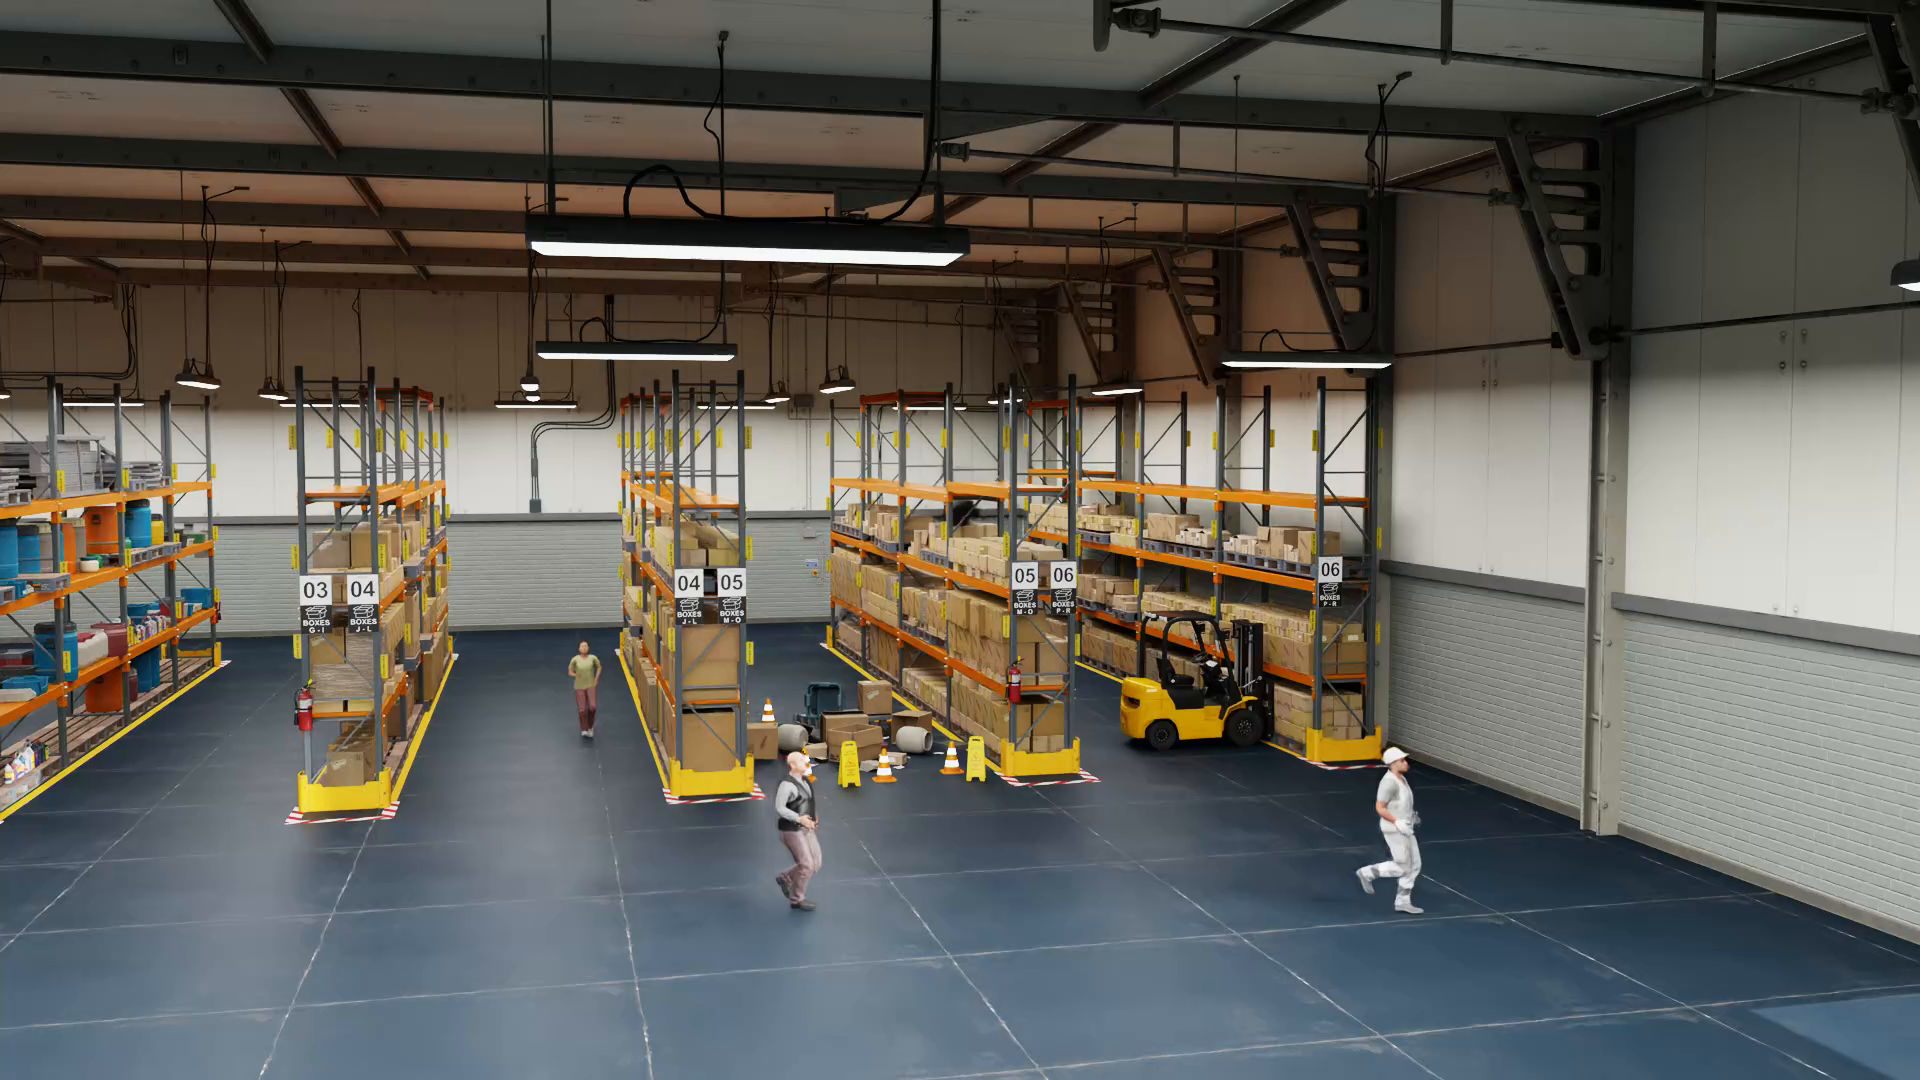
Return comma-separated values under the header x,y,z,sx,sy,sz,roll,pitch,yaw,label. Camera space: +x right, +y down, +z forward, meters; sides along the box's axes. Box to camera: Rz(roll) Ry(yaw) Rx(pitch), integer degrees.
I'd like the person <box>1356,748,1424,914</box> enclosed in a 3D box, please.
x,y,z,sx,sy,sz,roll,pitch,yaw,label
4.603,3.076,17.706,0.704,1.749,0.656,2,4,30,person

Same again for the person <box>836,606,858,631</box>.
x,y,z,sx,sy,sz,roll,pitch,yaw,label
-2.901,1.617,41.819,0.948,1.713,0.738,2,4,26,person

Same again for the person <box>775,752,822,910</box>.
x,y,z,sx,sy,sz,roll,pitch,yaw,label
-1.734,3.101,17.783,0.587,1.681,0.680,1,4,20,person

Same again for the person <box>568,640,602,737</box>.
x,y,z,sx,sy,sz,roll,pitch,yaw,label
-6.292,2.504,27.946,0.564,1.649,0.583,-1,4,-16,person
